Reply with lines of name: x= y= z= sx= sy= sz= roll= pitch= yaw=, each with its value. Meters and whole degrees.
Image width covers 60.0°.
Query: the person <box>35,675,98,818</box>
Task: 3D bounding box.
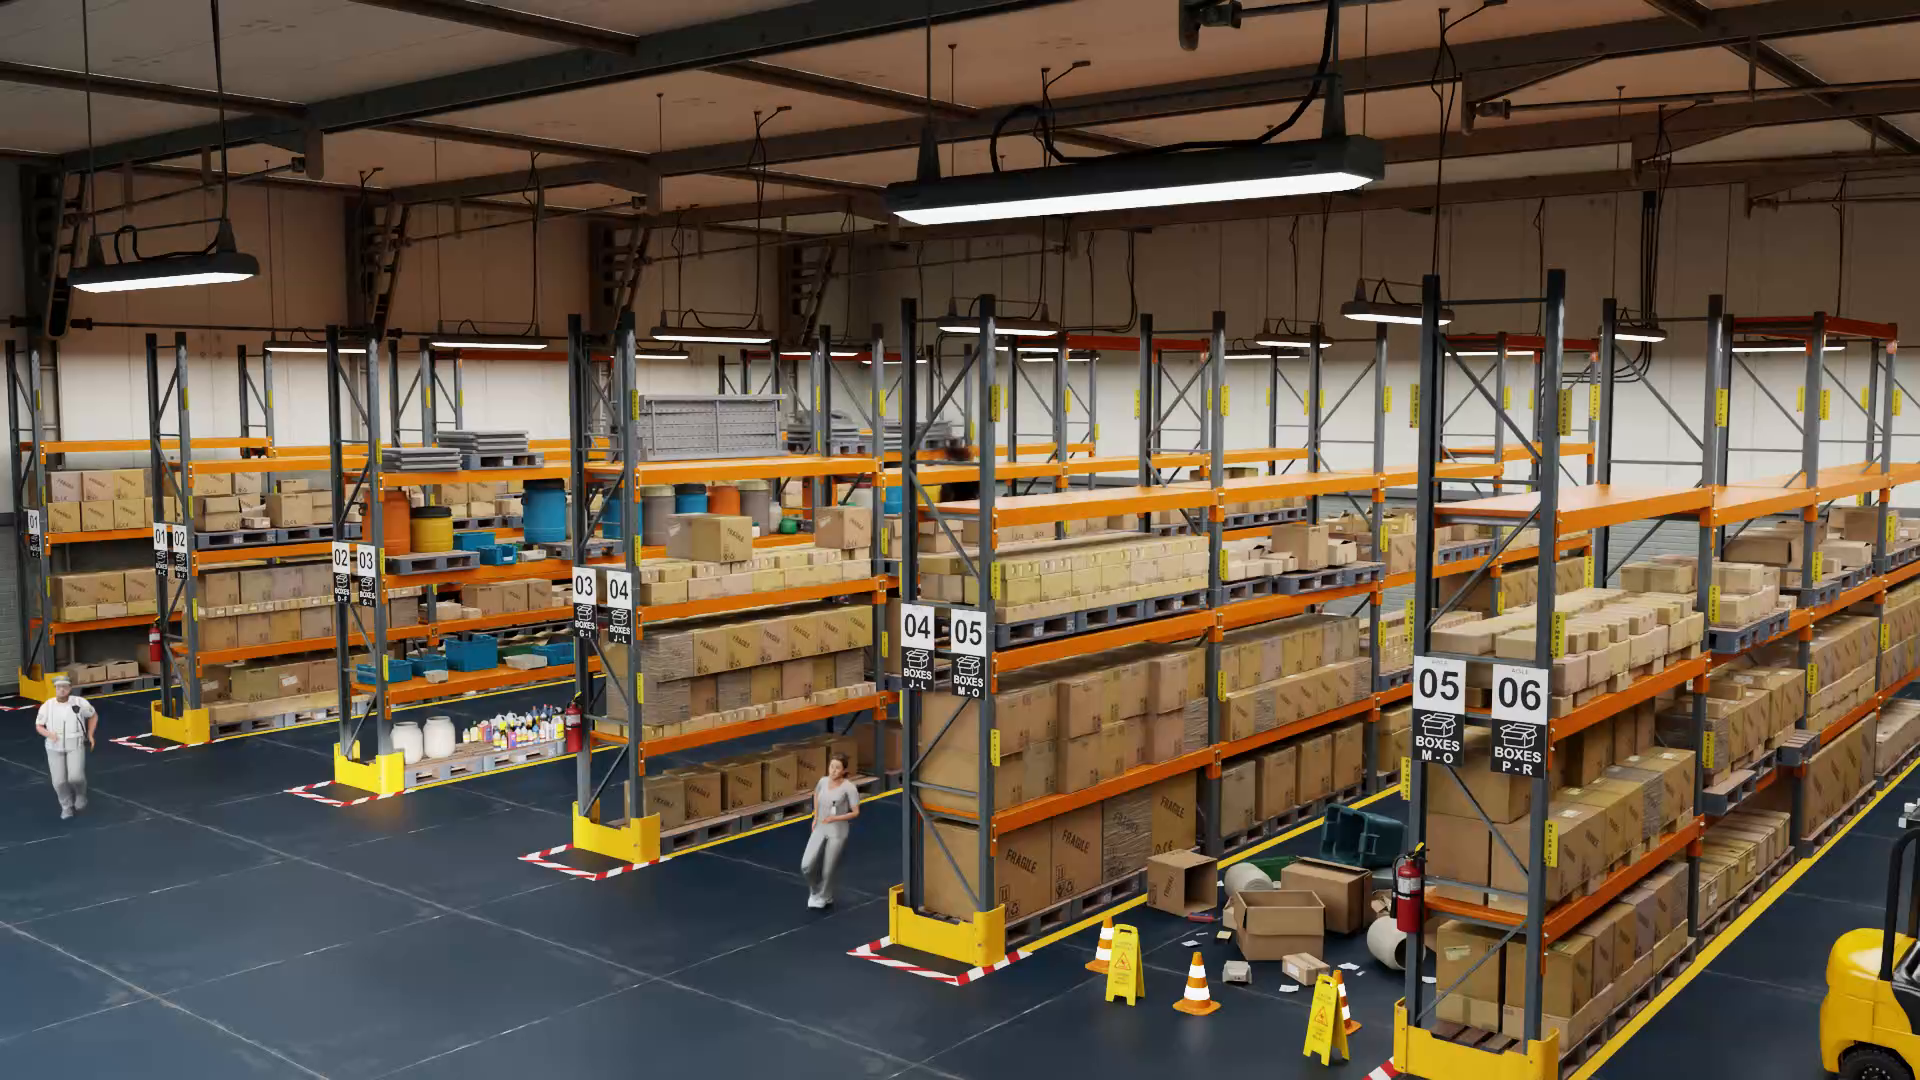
person: x=-10.768 y=2.496 z=20.041 sx=0.653 sy=1.738 sz=0.593 roll=-2 pitch=6 yaw=-23

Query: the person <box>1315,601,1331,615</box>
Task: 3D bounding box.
person: x=6.065 y=1.794 z=28.034 sx=0.583 sy=1.692 sz=0.914 roll=4 pitch=6 yaw=35

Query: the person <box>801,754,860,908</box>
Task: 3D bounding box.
person: x=-1.256 y=2.880 z=16.388 sx=0.592 sy=1.600 sz=0.573 roll=2 pitch=6 yaw=21
